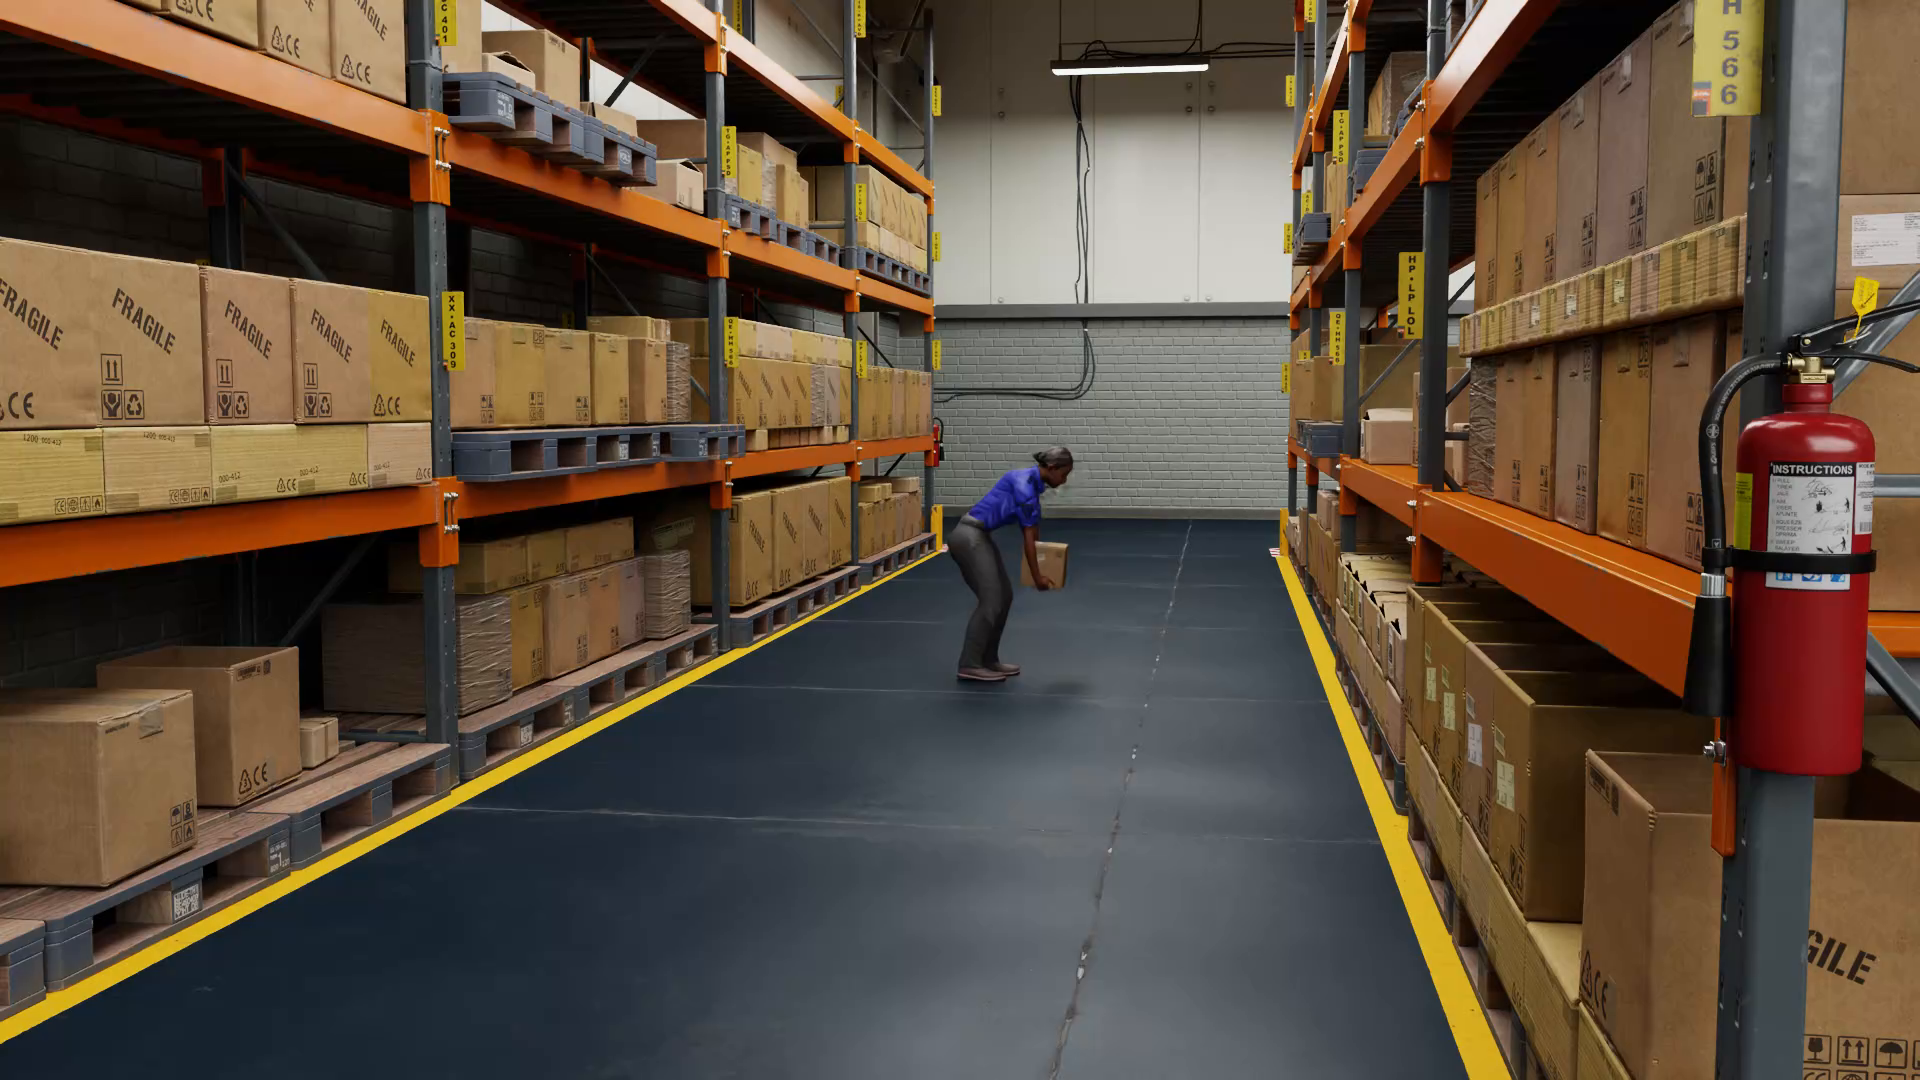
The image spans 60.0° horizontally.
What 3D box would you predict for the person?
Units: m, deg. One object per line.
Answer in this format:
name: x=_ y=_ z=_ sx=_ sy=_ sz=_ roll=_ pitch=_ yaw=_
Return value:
person: x=0.302 y=0.136 z=9.934 sx=0.740 sy=1.395 sz=0.413 roll=1 pitch=5 yaw=7
